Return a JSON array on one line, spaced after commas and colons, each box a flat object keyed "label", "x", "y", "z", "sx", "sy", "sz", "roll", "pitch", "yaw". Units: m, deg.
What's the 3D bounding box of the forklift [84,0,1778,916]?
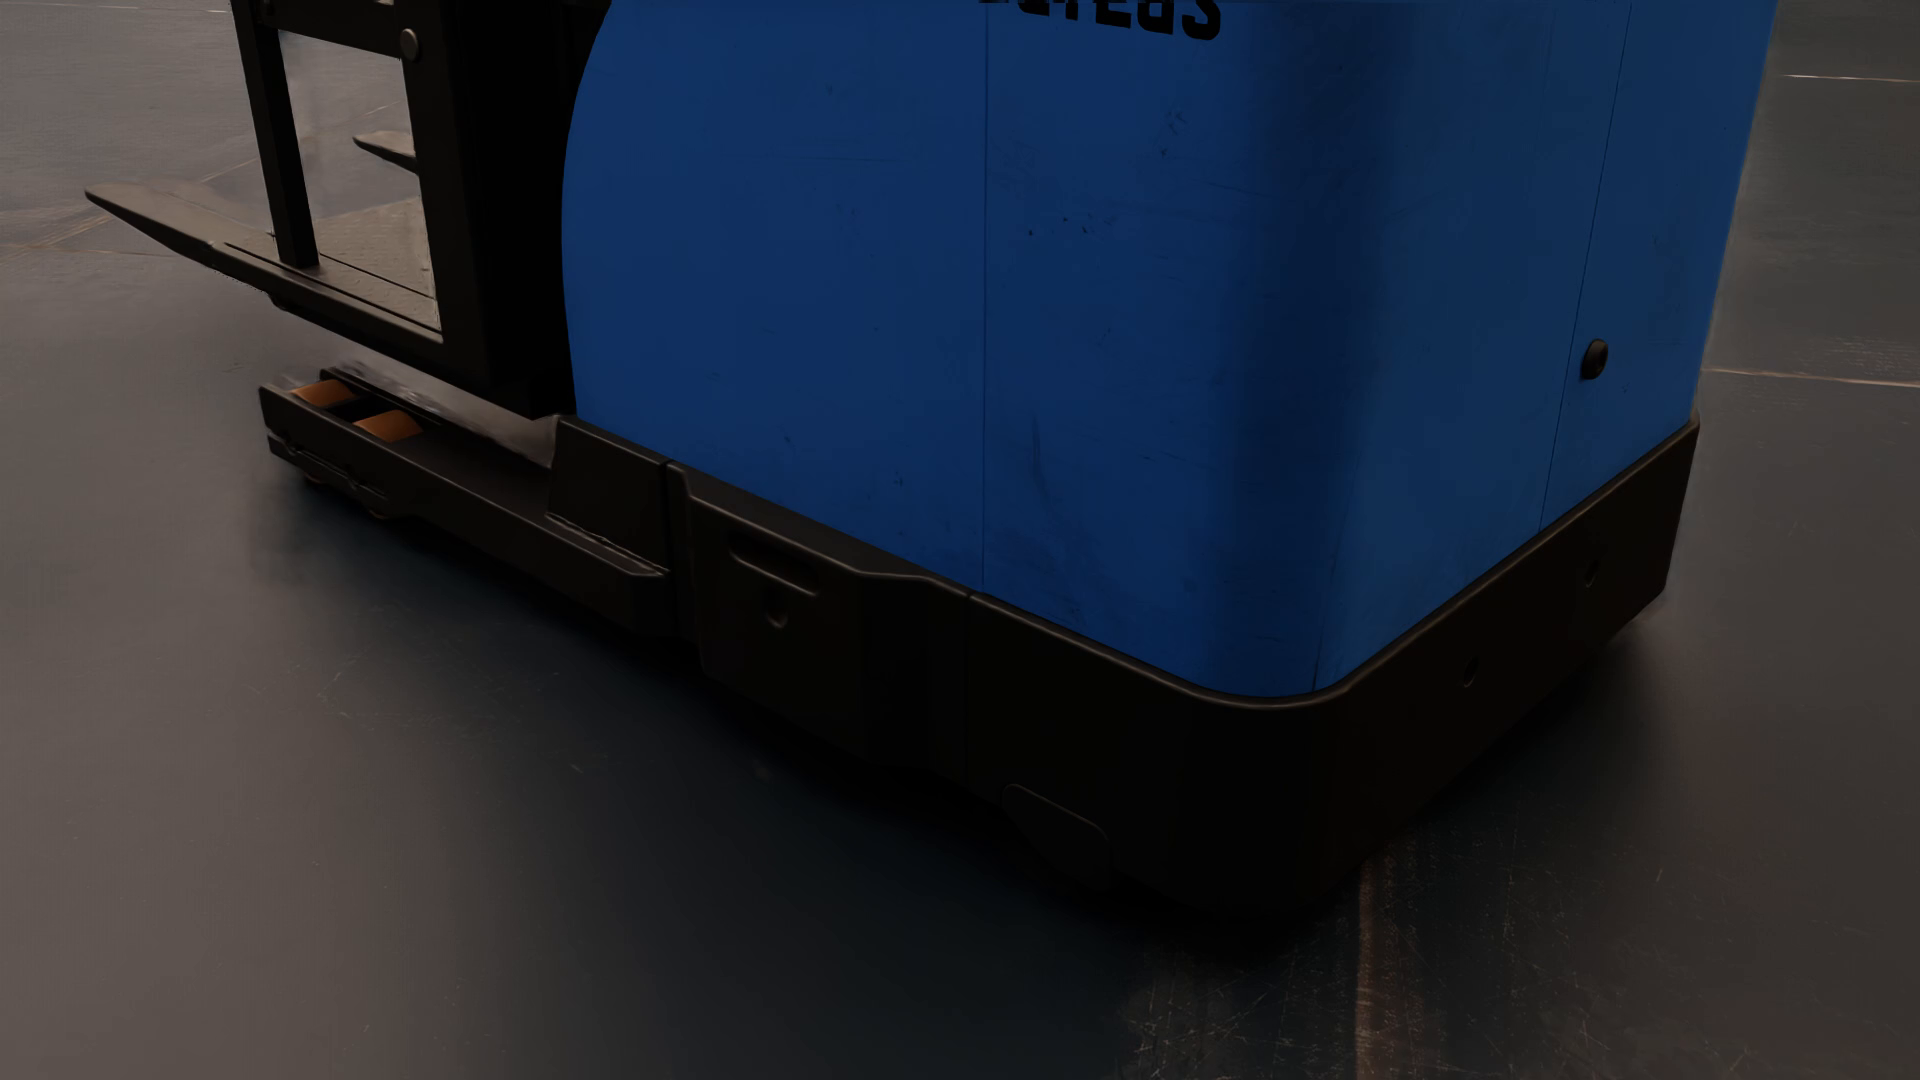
[{"label": "forklift", "x": -0.477, "y": -1.493, "z": 2.205, "sx": 3.031, "sy": 2.935, "sz": 1.130, "roll": 22, "pitch": 34, "yaw": 37}]
